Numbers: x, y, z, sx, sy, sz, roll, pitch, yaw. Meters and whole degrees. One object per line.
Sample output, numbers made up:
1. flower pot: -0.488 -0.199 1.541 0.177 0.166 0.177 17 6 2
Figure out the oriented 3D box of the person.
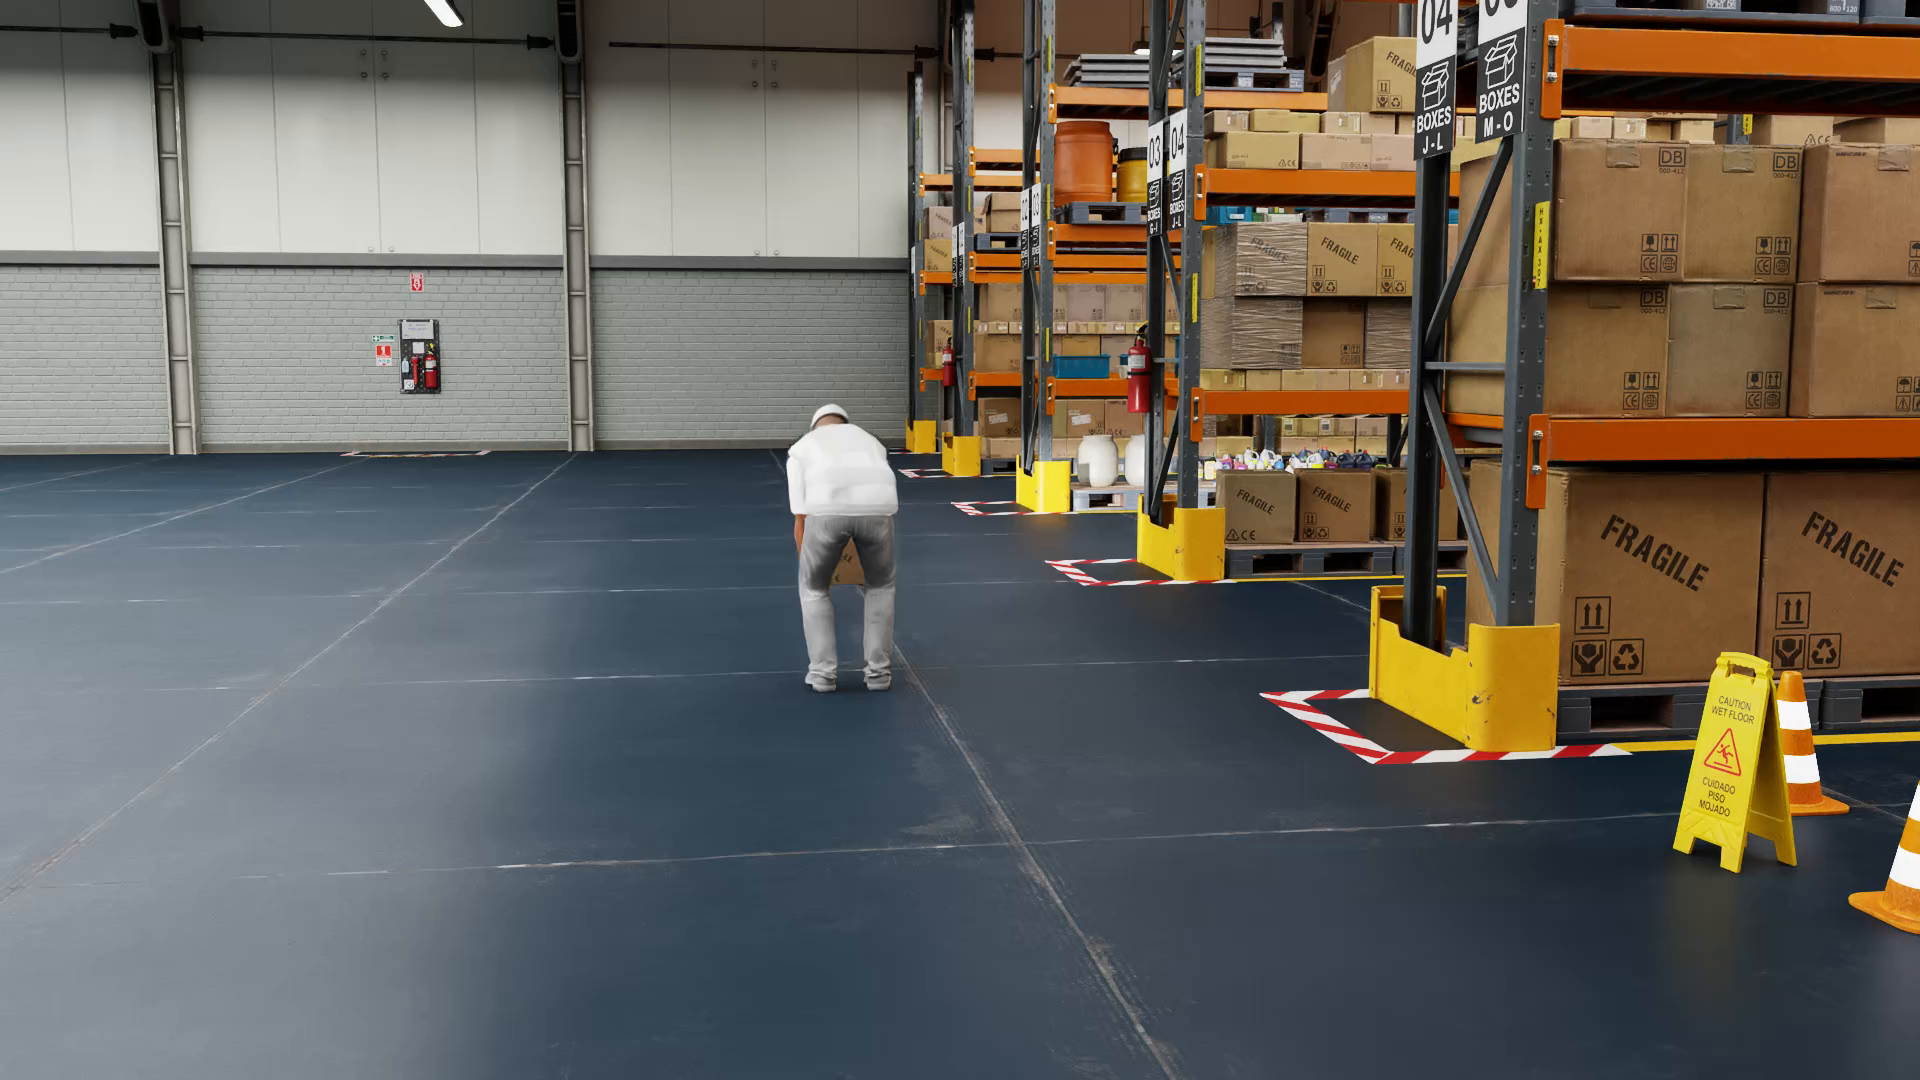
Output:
1. person: -0.573 0.017 7.968 0.494 1.311 0.923 -1 7 -11
